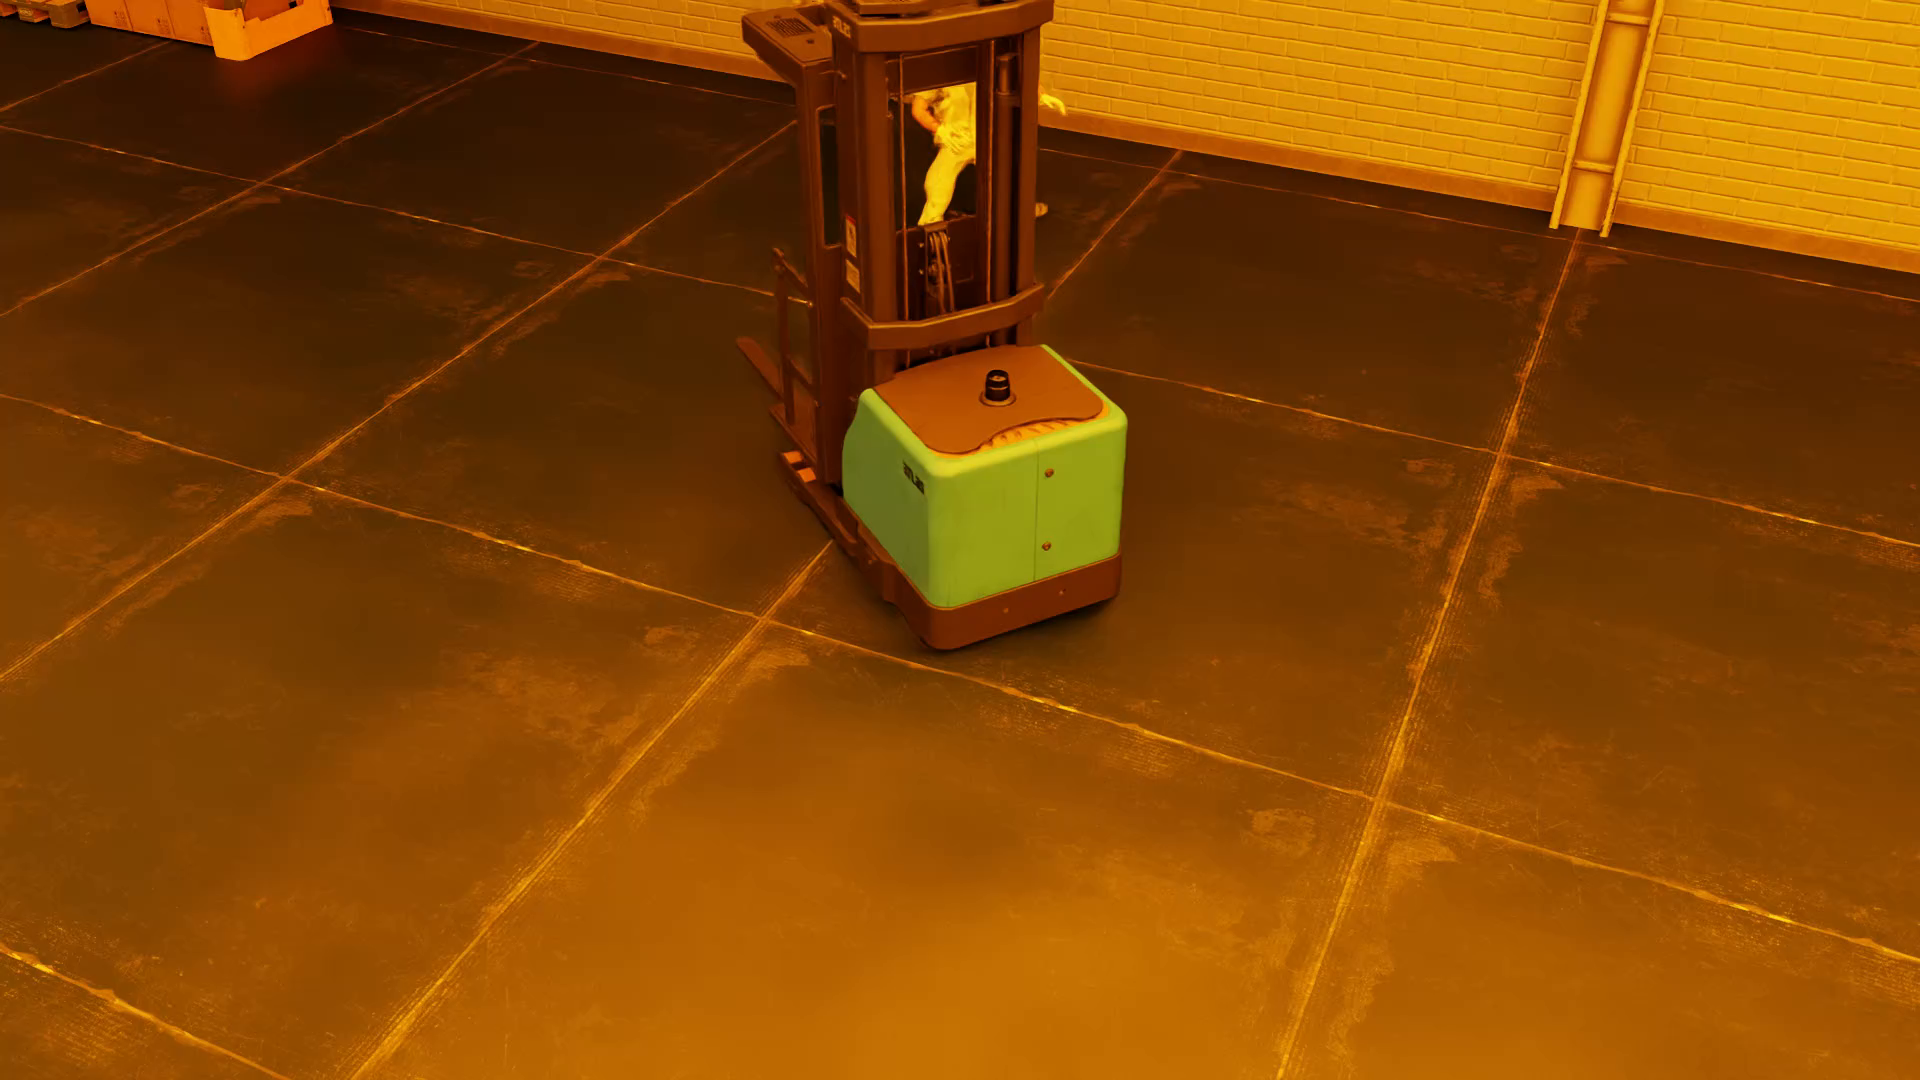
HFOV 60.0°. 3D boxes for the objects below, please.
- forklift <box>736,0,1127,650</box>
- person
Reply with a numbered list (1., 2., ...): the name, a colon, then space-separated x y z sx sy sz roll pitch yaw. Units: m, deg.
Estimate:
1. forklift: -0.343 -1.520 8.217 1.130 2.935 3.031 -17 39 -22
2. person: 0.158 -2.618 10.926 1.318 1.569 0.849 -16 39 -21
